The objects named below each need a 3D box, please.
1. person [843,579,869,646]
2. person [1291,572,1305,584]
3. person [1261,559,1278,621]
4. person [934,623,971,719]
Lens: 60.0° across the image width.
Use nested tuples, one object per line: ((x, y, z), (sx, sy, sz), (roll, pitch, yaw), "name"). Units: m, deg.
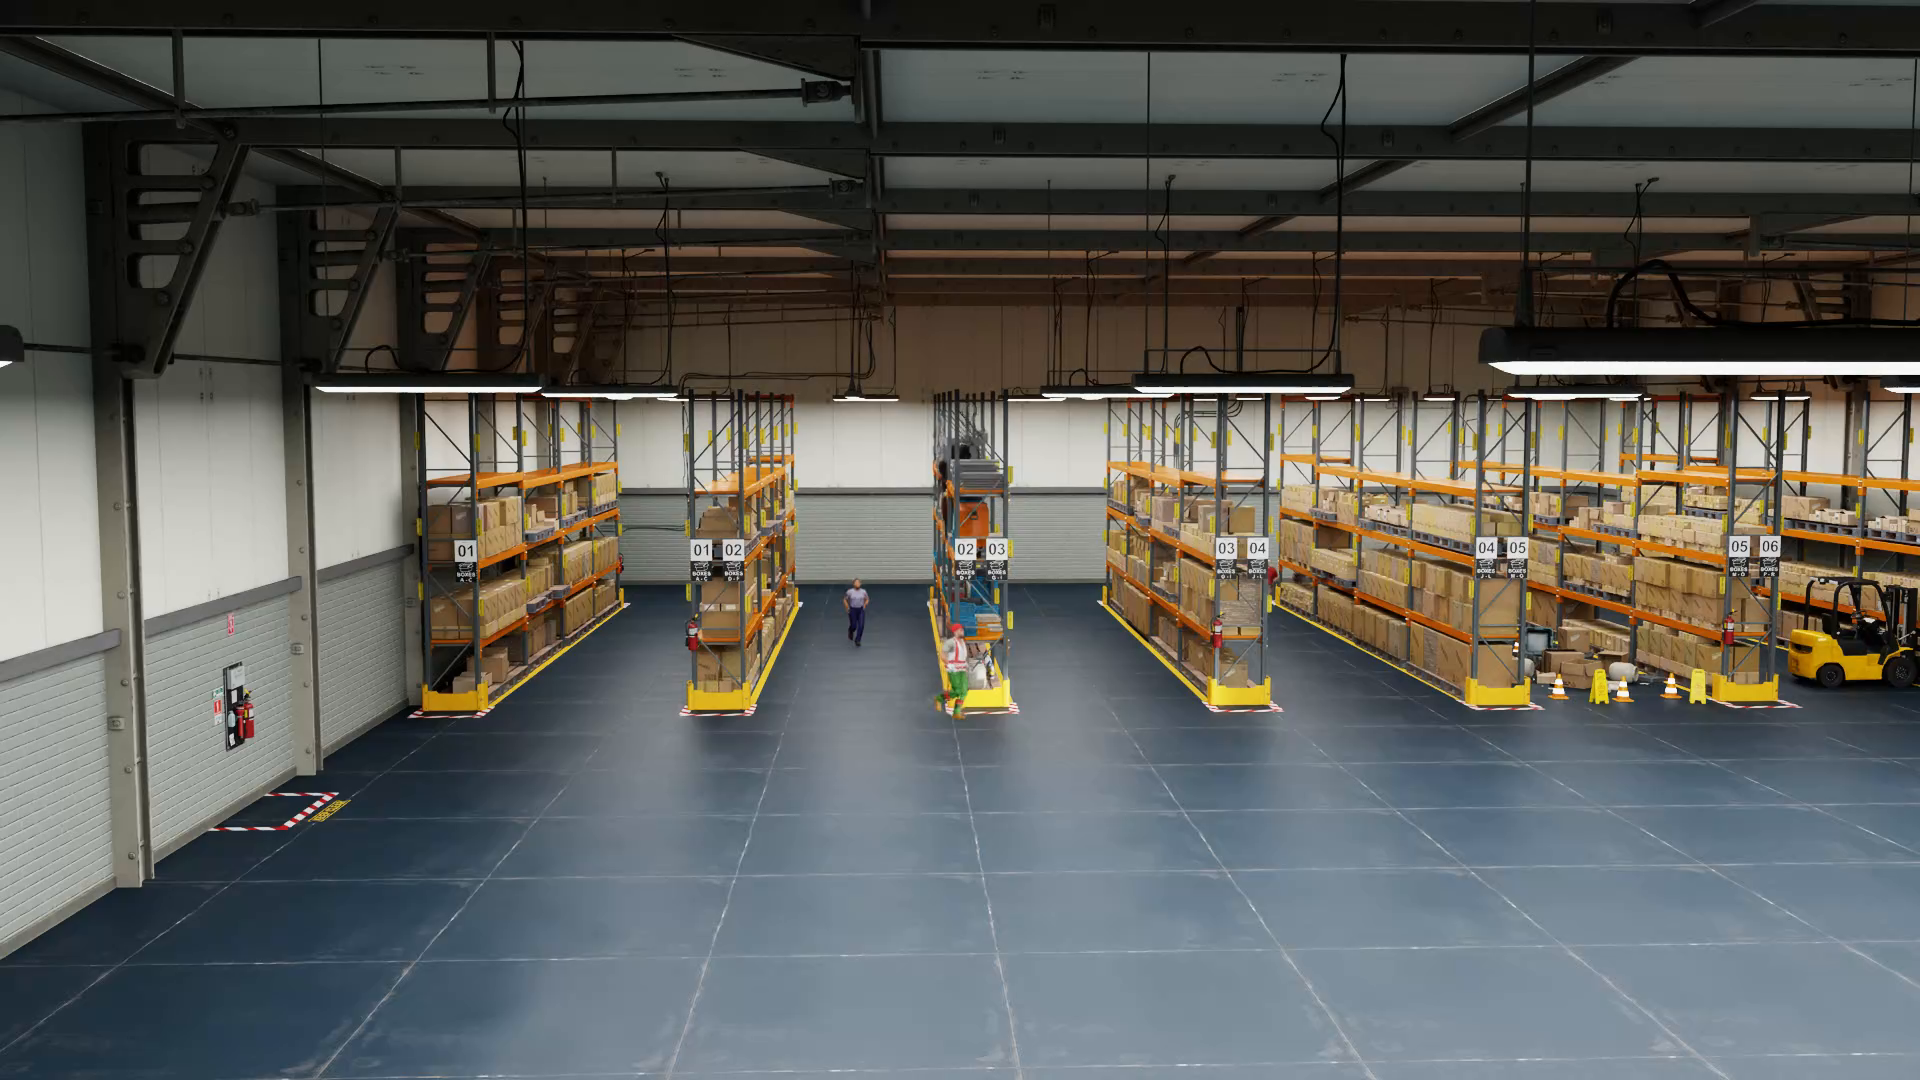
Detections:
((-2.440, 1.713, 39.435), (0.607, 1.593, 0.551), (-1, 5, -14), "person")
((10.011, 0.901, 48.734), (0.782, 1.694, 0.660), (-1, 5, -9), "person")
((8.044, 1.317, 43.659), (0.639, 1.700, 0.632), (0, 5, 2), "person")
((-0.062, 2.384, 30.419), (0.705, 1.716, 0.705), (3, 6, 35), "person")
